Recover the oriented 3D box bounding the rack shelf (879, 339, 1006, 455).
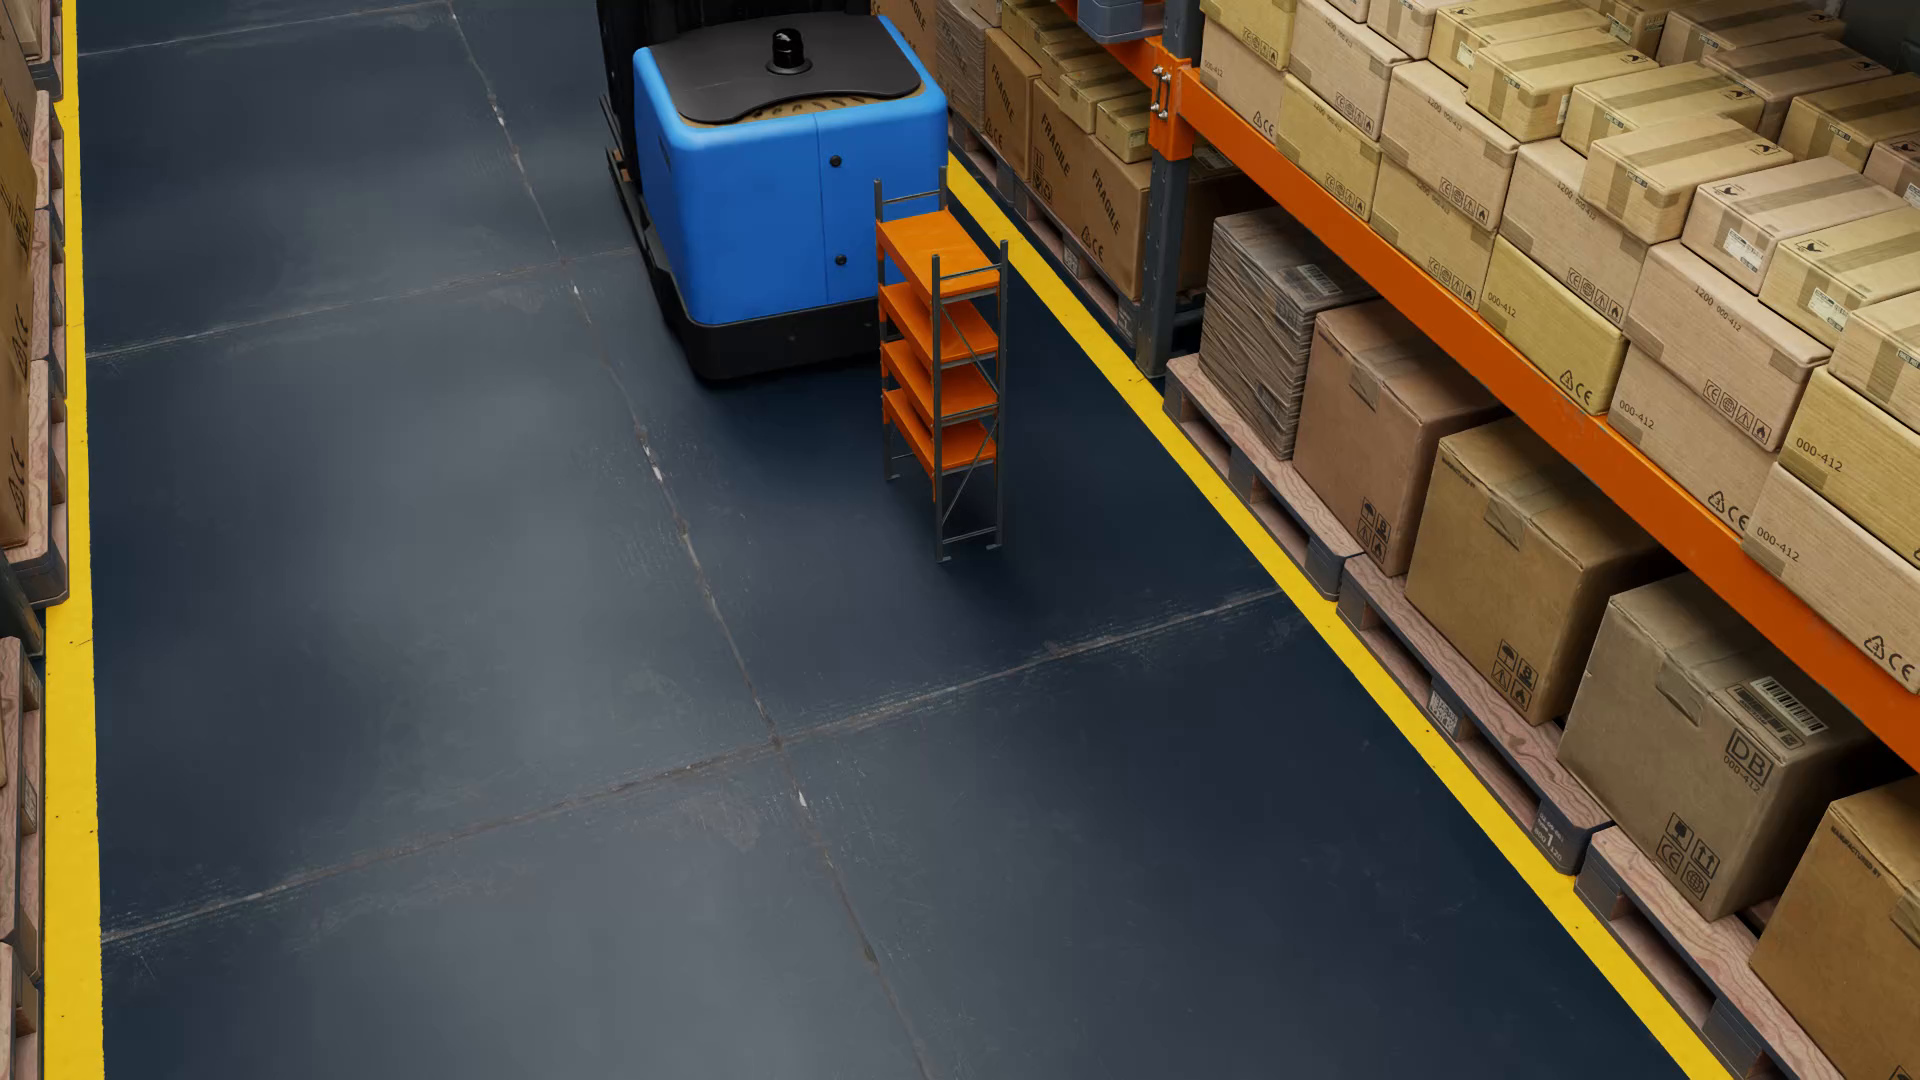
[{"bbox_3d":[-0.063,-0.504,5.519,0.258,0.148,0.480,-15,43,-17],"label":"rack shelf"}]

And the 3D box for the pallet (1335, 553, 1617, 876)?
[{"bbox_3d":[1.915,0.381,5.145,1.003,0.211,1.213,-15,43,-17],"label":"pallet"}]

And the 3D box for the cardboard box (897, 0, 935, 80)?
[{"bbox_3d":[0.020,-2.569,8.032,0.500,0.500,0.500,-16,43,-18],"label":"cardboard box"}]

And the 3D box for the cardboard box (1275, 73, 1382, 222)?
[{"bbox_3d":[1.305,-1.226,4.990,0.500,0.250,0.500,-16,43,-18],"label":"cardboard box"}]

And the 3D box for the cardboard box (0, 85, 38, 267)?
[{"bbox_3d":[-4.278,-1.542,6.551,0.875,0.875,0.875,-14,43,-16],"label":"cardboard box"}]

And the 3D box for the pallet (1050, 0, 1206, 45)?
[{"bbox_3d":[0.849,-2.234,6.194,1.213,0.211,1.003,-15,43,-17],"label":"pallet"}]

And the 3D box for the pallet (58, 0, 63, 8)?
[{"bbox_3d":[-5.631,-3.241,9.357,1.003,0.211,1.213,-15,43,-17],"label":"pallet"}]

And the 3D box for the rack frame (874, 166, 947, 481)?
[{"bbox_3d":[-0.157,-0.702,5.646,0.240,1.200,0.015,-15,43,-17],"label":"rack frame"}]

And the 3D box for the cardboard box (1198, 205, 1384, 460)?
[{"bbox_3d":[1.399,-0.795,5.873,0.875,0.625,0.625,-14,43,-16],"label":"cardboard box"}]

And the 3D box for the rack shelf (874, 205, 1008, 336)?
[{"bbox_3d":[-0.063,-0.853,5.219,0.258,0.148,0.480,-15,43,-17],"label":"rack shelf"}]

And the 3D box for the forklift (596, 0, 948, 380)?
[{"bbox_3d":[-0.980,-2.694,6.635,1.130,2.935,3.031,-12,42,-14],"label":"forklift"}]

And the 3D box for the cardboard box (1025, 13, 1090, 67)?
[{"bbox_3d":[0.498,-2.104,6.994,0.380,0.149,0.250,-14,43,-16],"label":"cardboard box"}]

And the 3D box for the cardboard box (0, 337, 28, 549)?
[{"bbox_3d":[-3.599,-0.465,5.298,0.875,0.875,0.875,-15,43,-17],"label":"cardboard box"}]

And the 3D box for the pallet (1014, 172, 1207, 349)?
[{"bbox_3d":[0.922,-1.317,7.120,1.003,0.211,1.213,-15,43,-17],"label":"pallet"}]

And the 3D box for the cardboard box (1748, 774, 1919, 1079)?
[{"bbox_3d":[2.494,0.924,3.874,0.875,0.625,0.625,-13,42,-15],"label":"cardboard box"}]

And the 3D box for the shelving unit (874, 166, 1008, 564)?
[{"bbox_3d":[-0.063,-0.555,5.475,0.258,1.200,0.503,-15,43,-17],"label":"shelving unit"}]

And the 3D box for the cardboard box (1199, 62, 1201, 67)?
[{"bbox_3d":[1.185,-1.932,6.793,0.380,0.149,0.250,-14,43,-16],"label":"cardboard box"}]

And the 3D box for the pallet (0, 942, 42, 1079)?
[{"bbox_3d":[-2.651,1.587,3.742,1.003,0.211,1.213,-15,43,-17],"label":"pallet"}]

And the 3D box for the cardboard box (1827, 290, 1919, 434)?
[{"bbox_3d":[1.984,-0.377,3.314,0.380,0.149,0.250,-16,43,-18],"label":"cardboard box"}]

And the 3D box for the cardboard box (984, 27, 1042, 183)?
[{"bbox_3d":[0.428,-1.947,7.308,0.500,0.500,0.500,-13,42,-15],"label":"cardboard box"}]

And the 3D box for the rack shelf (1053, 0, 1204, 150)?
[{"bbox_3d":[0.408,-2.848,7.313,1.077,0.370,4.000,-15,43,-17],"label":"rack shelf"}]

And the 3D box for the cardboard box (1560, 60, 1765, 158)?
[{"bbox_3d":[1.715,-1.026,4.069,0.380,0.149,0.250,-15,43,-17],"label":"cardboard box"}]

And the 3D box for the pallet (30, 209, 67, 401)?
[{"bbox_3d":[-4.106,-0.845,6.571,1.003,0.211,1.213,-15,43,-17],"label":"pallet"}]

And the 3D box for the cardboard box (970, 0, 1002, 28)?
[{"bbox_3d":[0.269,-2.413,7.353,0.380,0.149,0.250,-17,44,-19],"label":"cardboard box"}]

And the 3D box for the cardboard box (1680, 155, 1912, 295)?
[{"bbox_3d":[1.851,-0.703,3.692,0.380,0.149,0.250,-15,43,-16],"label":"cardboard box"}]

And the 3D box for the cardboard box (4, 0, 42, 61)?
[{"bbox_3d":[-5.083,-2.677,8.206,0.875,0.438,0.875,-16,43,-17],"label":"cardboard box"}]

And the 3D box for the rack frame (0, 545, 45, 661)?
[{"bbox_3d":[-3.412,-0.675,4.234,1.000,3.000,0.127,-15,43,-17],"label":"rack frame"}]

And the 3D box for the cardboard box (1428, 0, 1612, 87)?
[{"bbox_3d":[1.484,-1.327,4.418,0.380,0.149,0.250,-15,43,-16],"label":"cardboard box"}]

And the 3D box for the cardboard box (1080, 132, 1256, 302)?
[{"bbox_3d":[0.813,-1.328,6.589,0.500,0.500,0.500,-14,43,-16],"label":"cardboard box"}]

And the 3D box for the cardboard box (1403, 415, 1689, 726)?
[{"bbox_3d":[1.914,0.002,4.946,0.875,0.625,0.625,-17,43,-19],"label":"cardboard box"}]

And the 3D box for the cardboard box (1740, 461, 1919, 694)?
[{"bbox_3d":[2.072,0.011,3.551,0.500,0.250,0.500,-15,43,-17],"label":"cardboard box"}]

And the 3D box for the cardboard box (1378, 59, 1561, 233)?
[{"bbox_3d":[1.491,-1.098,4.458,0.500,0.250,0.500,-16,43,-18],"label":"cardboard box"}]

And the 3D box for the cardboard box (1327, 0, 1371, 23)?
[{"bbox_3d":[1.248,-1.625,4.765,0.380,0.149,0.250,-14,43,-16],"label":"cardboard box"}]

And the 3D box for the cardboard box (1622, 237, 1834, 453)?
[{"bbox_3d":[1.886,-0.488,3.749,0.500,0.250,0.500,-14,43,-16],"label":"cardboard box"}]

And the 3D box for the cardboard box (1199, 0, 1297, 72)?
[{"bbox_3d":[1.094,-1.714,5.174,0.500,0.250,0.500,-15,43,-17],"label":"cardboard box"}]

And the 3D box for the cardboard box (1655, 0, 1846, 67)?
[{"bbox_3d":[2.090,-1.316,4.406,0.380,0.149,0.250,-16,43,-18],"label":"cardboard box"}]

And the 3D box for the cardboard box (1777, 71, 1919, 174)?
[{"bbox_3d":[2.227,-0.985,4.021,0.380,0.149,0.250,-15,43,-16],"label":"cardboard box"}]

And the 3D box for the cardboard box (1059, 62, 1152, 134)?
[{"bbox_3d":[0.617,-1.764,6.598,0.380,0.149,0.250,-17,44,-19],"label":"cardboard box"}]

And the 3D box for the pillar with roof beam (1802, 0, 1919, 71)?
[{"bbox_3d":[-1.473,-2.556,1.820,9.100,9.000,0.400,-15,43,-17],"label":"pillar with roof beam"}]

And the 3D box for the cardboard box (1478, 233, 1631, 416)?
[{"bbox_3d":[1.705,-0.605,4.268,0.500,0.250,0.500,-14,43,-15],"label":"cardboard box"}]
